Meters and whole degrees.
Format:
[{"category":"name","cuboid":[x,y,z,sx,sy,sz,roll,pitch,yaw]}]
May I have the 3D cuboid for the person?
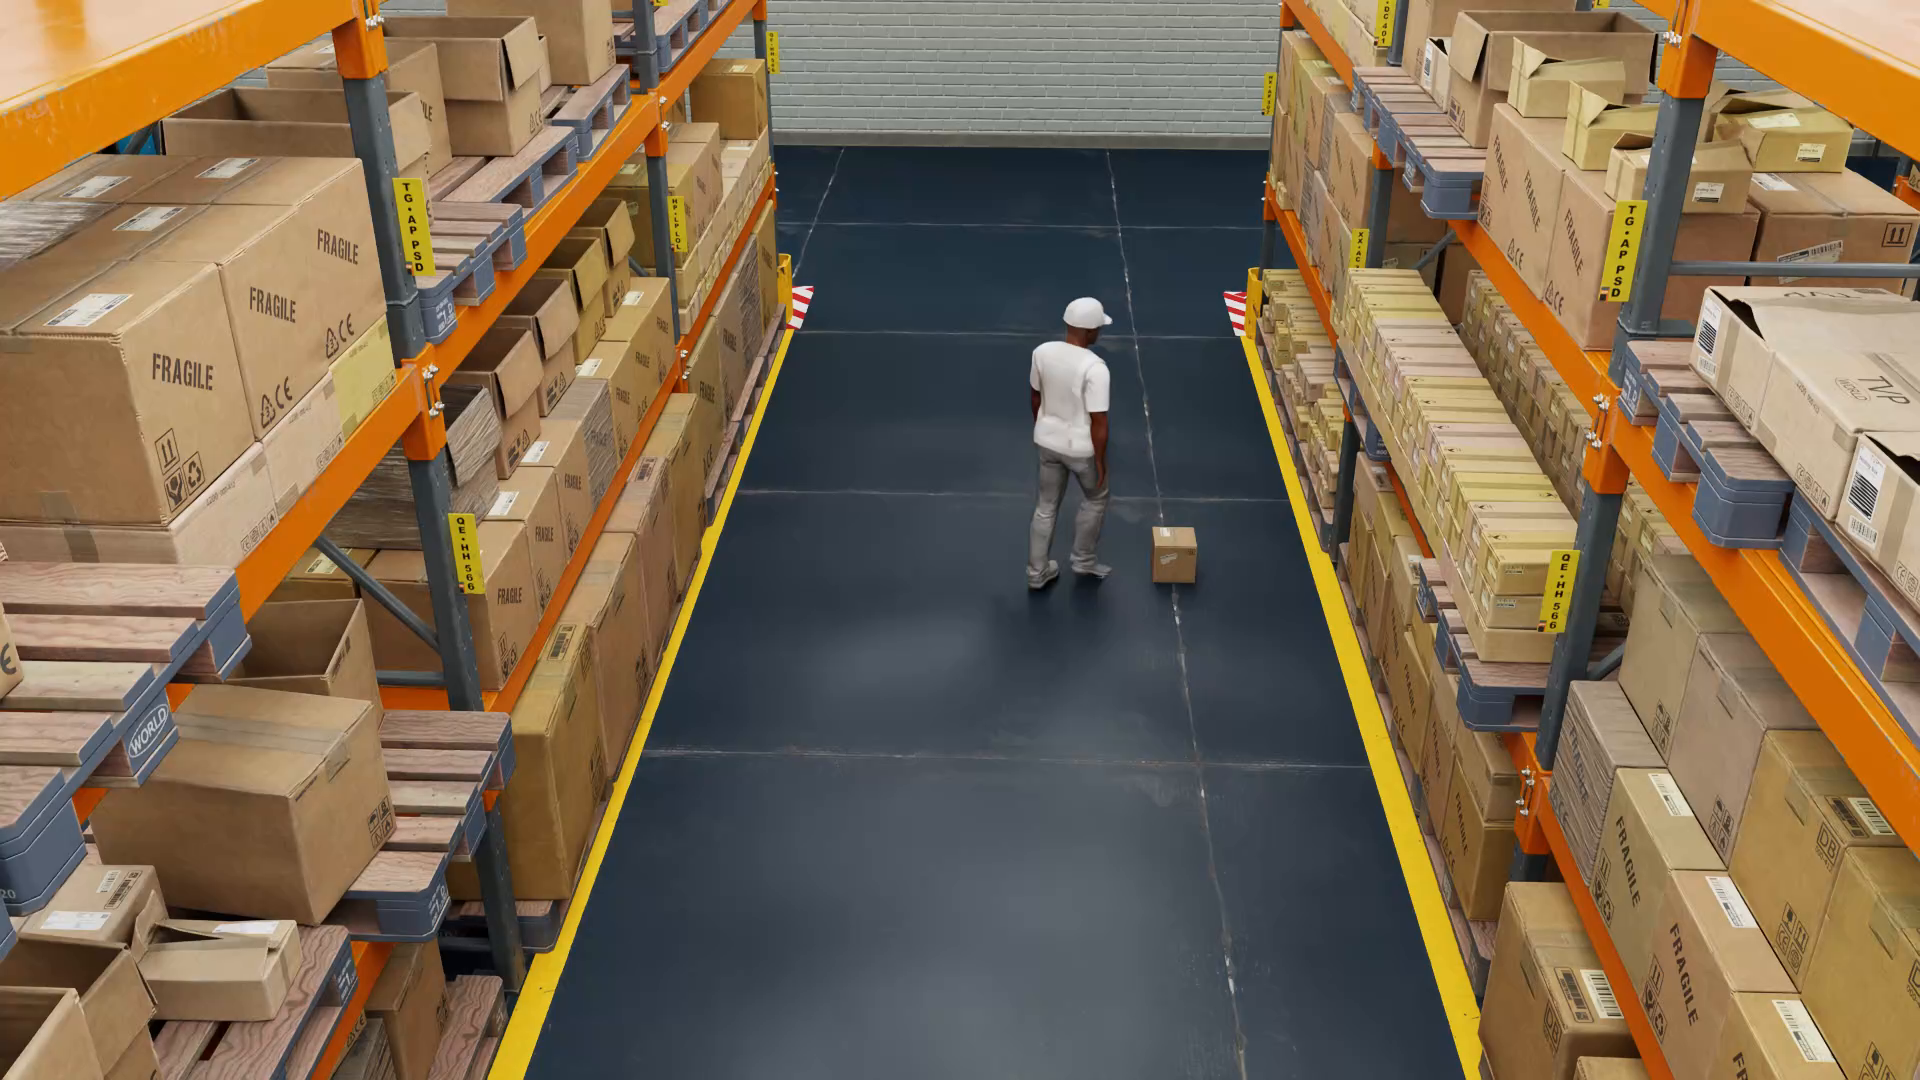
[{"category":"person","cuboid":[0.630,-0.537,9.637,0.621,1.810,0.581,19,33,32]}]
